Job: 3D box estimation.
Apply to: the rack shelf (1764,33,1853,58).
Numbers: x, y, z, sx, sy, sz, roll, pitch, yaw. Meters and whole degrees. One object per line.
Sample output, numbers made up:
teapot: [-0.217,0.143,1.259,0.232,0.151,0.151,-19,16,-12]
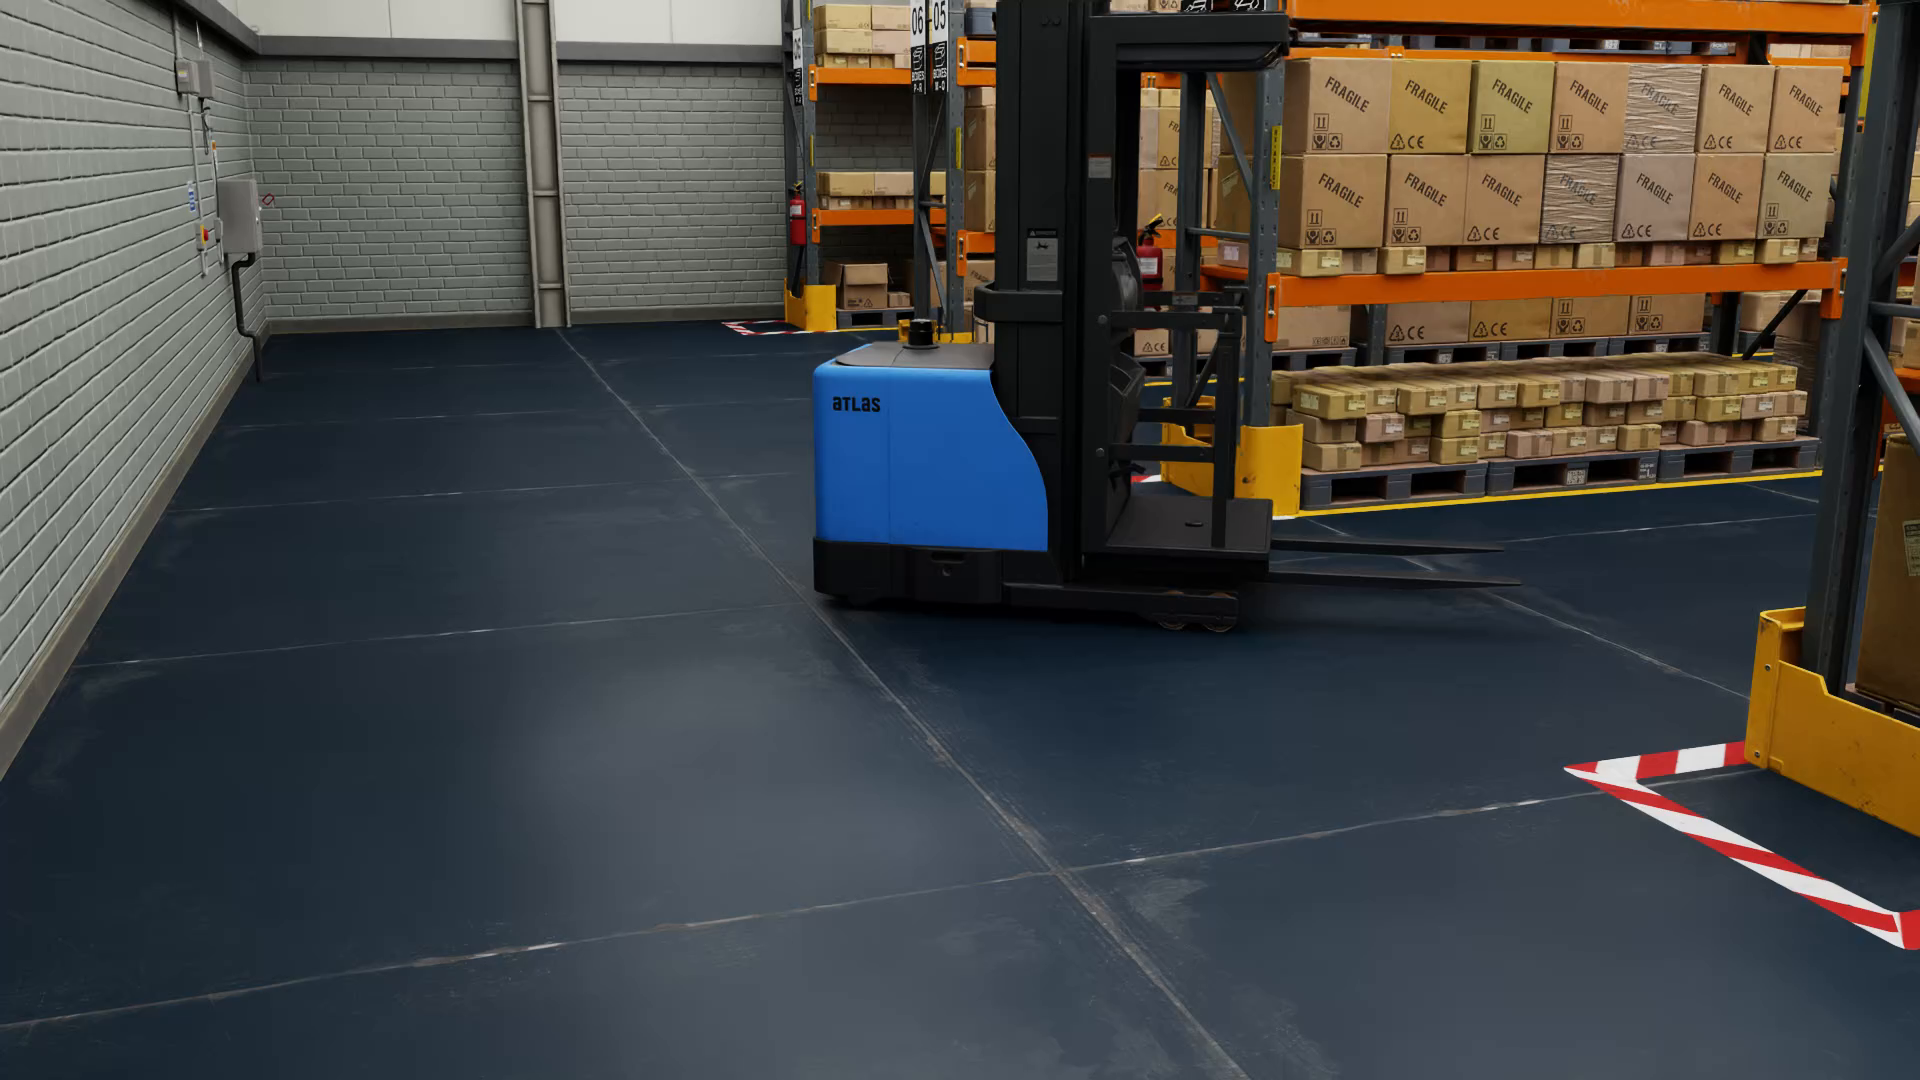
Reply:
rack shelf: [7.177,-3.267,10.968,4.000,0.370,1.077,-4,14,-18]

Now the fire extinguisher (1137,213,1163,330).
fire extinguisher: [1.104,-1.578,9.769,0.183,0.674,0.296,-4,14,-18]

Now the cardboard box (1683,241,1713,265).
cardboard box: [4.337,-1.762,10.111,0.250,0.149,0.380,-5,14,-20]

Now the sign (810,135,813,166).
sign: [-1.598,-4.183,17.878,0.005,0.325,0.100,-4,14,-18]

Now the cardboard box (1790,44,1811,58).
cardboard box: [7.993,-4.782,16.073,0.258,0.266,0.396,-4,14,-18]

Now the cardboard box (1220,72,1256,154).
cardboard box: [1.845,-2.483,9.579,0.500,0.500,0.500,-5,14,-19]

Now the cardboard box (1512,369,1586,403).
cardboard box: [3.544,-0.927,10.024,0.250,0.149,0.380,-4,14,-18]

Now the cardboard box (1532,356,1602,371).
cardboard box: [3.878,-1.075,10.647,0.250,0.149,0.380,-4,14,-17]

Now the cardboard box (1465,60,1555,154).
cardboard box: [2.977,-2.442,9.406,0.500,0.500,0.500,-5,14,-19]

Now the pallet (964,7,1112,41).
pallet: [0.515,-4.266,13.806,1.213,0.211,1.003,-4,14,-18]

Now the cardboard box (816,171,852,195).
cardboard box: [-1.420,-4.045,18.849,0.500,0.250,0.500,-4,14,-16]

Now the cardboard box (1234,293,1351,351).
cardboard box: [2.977,-2.023,15.296,0.875,0.438,0.875,-5,14,-19]

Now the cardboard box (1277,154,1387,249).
cardboard box: [2.004,-1.881,9.208,0.500,0.500,0.500,-4,14,-15]

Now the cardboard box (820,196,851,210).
cardboard box: [-1.372,-3.723,18.356,0.250,0.149,0.380,-5,14,-18]

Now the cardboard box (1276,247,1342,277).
cardboard box: [1.902,-1.545,9.197,0.250,0.149,0.380,-5,14,-19]

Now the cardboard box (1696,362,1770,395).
cardboard box: [4.798,-1.006,10.357,0.250,0.149,0.380,-4,14,-17]

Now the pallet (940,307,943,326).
pallet: [0.211,-2.678,19.448,1.213,0.211,1.003,-4,14,-18]

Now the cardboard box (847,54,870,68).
cardboard box: [-1.155,-5.216,18.150,0.250,0.149,0.380,-4,14,-17]

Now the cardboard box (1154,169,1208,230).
cardboard box: [1.790,-2.932,14.270,0.500,0.500,0.500,-4,14,-16]

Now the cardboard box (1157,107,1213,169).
cardboard box: [1.807,-3.417,14.151,0.500,0.500,0.500,-4,14,-18]

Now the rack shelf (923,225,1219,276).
rack shelf: [1.711,-2.591,14.606,4.000,0.370,1.077,-4,14,-18]

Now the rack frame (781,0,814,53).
rack frame: [-1.771,-6.800,17.784,0.127,3.000,1.000,-4,14,-18]

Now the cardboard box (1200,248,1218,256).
cardboard box: [2.922,-3.507,19.998,0.250,0.149,0.380,-5,14,-21]

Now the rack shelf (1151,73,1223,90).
rack shelf: [3.916,-5.433,20.076,4.000,0.370,1.077,-4,14,-18]

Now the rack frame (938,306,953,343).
rack frame: [-0.073,-0.578,8.480,0.006,1.200,0.240,-4,14,-18]

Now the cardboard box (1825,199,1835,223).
cardboard box: [5.595,-2.165,10.897,0.250,0.149,0.380,-5,14,-19]

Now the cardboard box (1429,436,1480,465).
cardboard box: [2.821,-0.553,9.737,0.250,0.149,0.380,-4,14,-17]

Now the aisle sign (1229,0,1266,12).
aisle sign: [1.517,-2.908,8.770,0.004,0.787,0.394,-4,14,-18]

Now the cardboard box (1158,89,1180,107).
cardboard box: [1.724,-3.714,13.997,0.250,0.149,0.380,-5,14,-19]

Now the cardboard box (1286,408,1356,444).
cardboard box: [2.069,-0.659,9.542,0.250,0.149,0.380,-4,14,-16]

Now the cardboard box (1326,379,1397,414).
cardboard box: [2.318,-0.832,9.628,0.250,0.149,0.380,-4,14,-17]

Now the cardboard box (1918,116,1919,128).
cardboard box: [9.922,-4.229,16.772,0.250,0.149,0.380,-5,14,-20]

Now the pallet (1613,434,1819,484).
pallet: [4.656,-0.596,10.693,1.213,0.211,1.003,-4,14,-18]

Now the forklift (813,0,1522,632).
forklift: [0.918,-1.171,7.231,3.031,2.935,1.130,3,14,11]

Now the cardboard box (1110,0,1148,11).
cardboard box: [1.250,-4.561,13.924,0.500,0.311,0.500,-4,14,-17]

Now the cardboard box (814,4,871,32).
cardboard box: [-1.270,-5.633,17.962,0.500,0.250,0.500,-5,14,-19]

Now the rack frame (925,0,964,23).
rack frame: [-0.184,-5.712,13.208,0.127,3.000,1.000,-4,14,-18]

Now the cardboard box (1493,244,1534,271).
cardboard box: [3.112,-1.656,9.667,0.250,0.149,0.380,-5,14,-19]

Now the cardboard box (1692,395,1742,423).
cardboard box: [4.583,-0.833,10.272,0.250,0.149,0.380,-5,14,-20]

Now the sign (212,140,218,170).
sign: [-6.231,-3.218,13.903,0.001,0.242,0.339,-4,14,-18]

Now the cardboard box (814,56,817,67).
cardboard box: [-1.541,-5.293,18.473,0.250,0.149,0.380,-4,14,-17]

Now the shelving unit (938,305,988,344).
shelving unit: [0.014,-0.585,8.508,0.189,1.200,0.258,-4,14,-18]

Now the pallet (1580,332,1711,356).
pallet: [6.627,-1.985,16.532,1.213,0.211,1.003,-4,14,-18]

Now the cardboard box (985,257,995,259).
cardboard box: [0.645,-3.025,19.373,0.500,0.500,0.700,-5,14,-20]

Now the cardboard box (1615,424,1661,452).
cardboard box: [4.037,-0.647,10.135,0.250,0.149,0.380,-4,14,-18]

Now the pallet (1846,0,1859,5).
pallet: [5.900,-3.400,10.379,1.003,0.211,1.213,-4,14,-18]

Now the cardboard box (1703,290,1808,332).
cardboard box: [7.937,-2.349,16.806,0.625,0.372,0.950,-5,14,-22]

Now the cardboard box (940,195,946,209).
cardboard box: [-0.135,-3.807,18.710,0.250,0.149,0.380,-5,14,-20]

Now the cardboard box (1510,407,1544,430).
cardboard box: [3.293,-0.769,10.005,0.250,0.149,0.380,-4,14,-15]

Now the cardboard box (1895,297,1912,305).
cardboard box: [6.398,-1.508,11.376,0.500,0.250,0.500,-4,14,-15]

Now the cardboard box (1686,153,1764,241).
cardboard box: [4.420,-2.068,9.994,0.500,0.500,0.500,-5,14,-20]

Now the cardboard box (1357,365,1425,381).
cardboard box: [2.638,-0.974,10.225,0.250,0.149,0.380,-5,14,-20]
